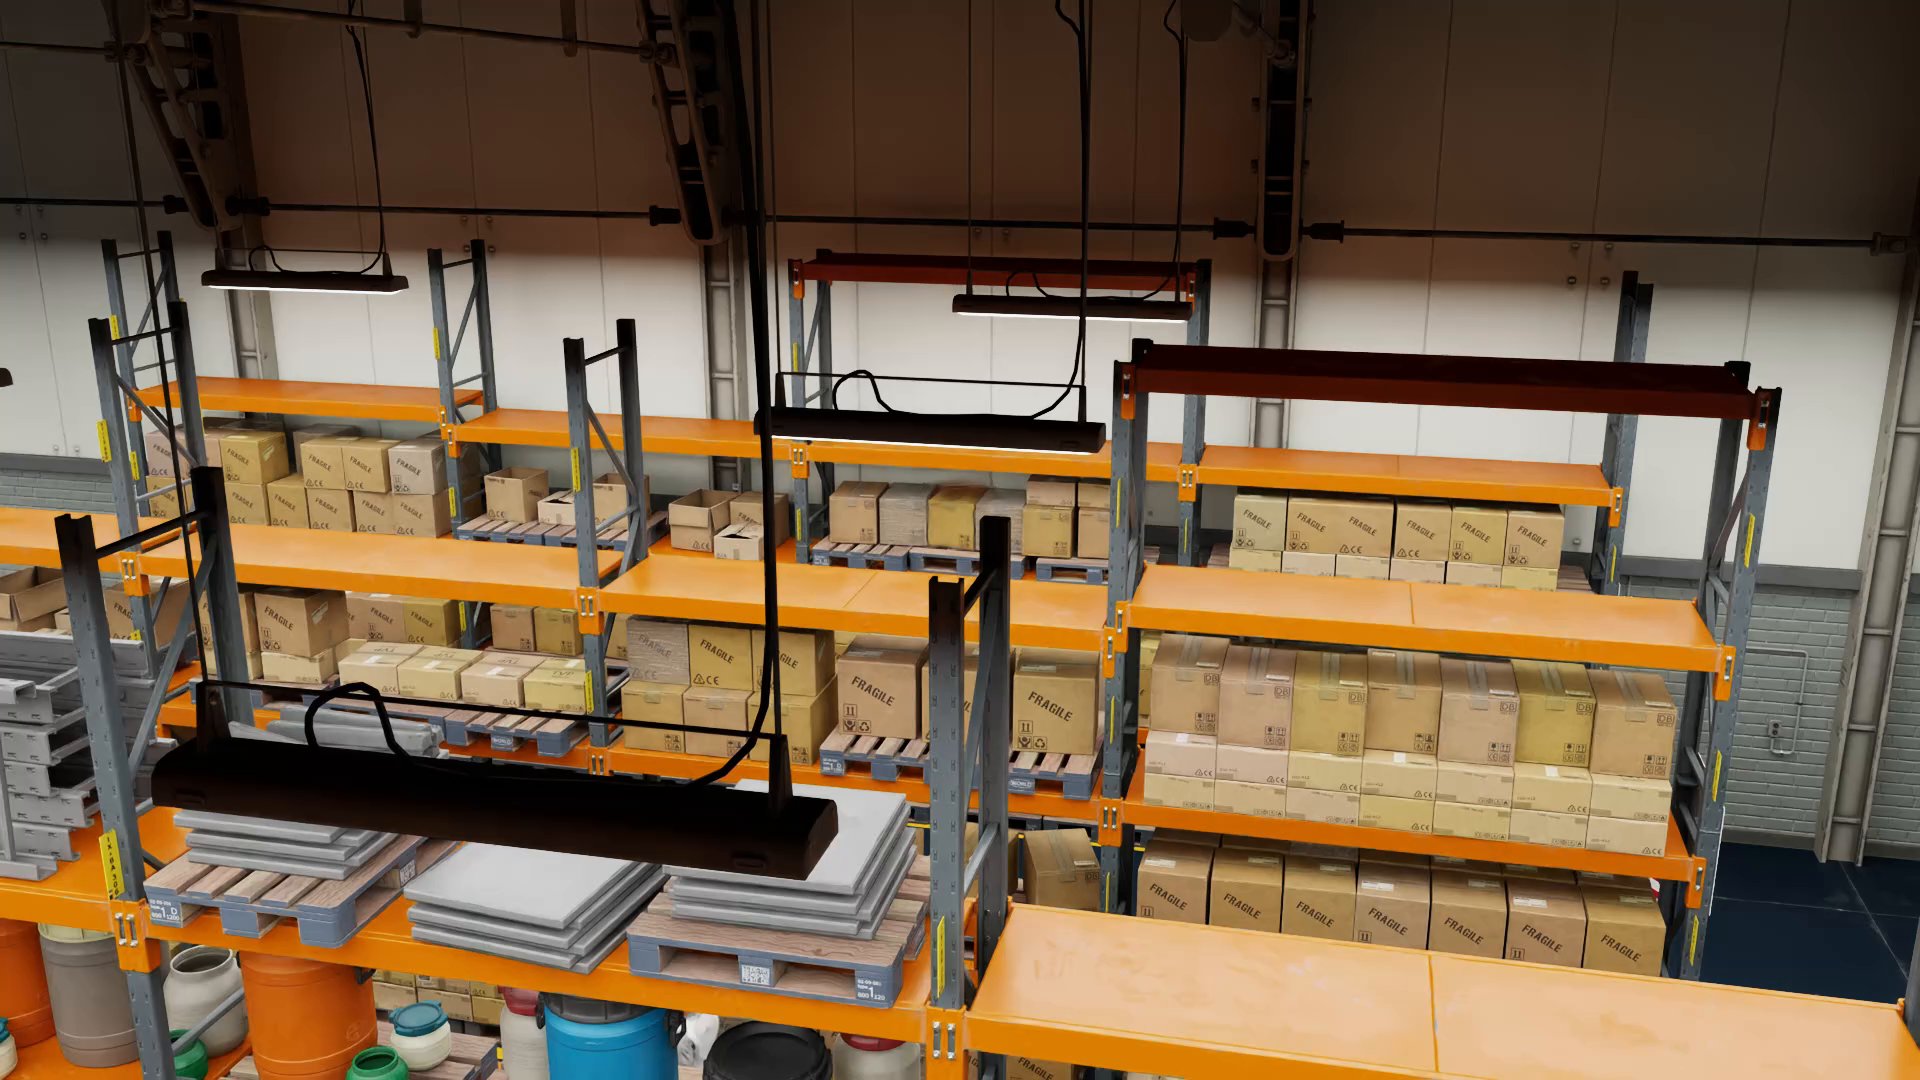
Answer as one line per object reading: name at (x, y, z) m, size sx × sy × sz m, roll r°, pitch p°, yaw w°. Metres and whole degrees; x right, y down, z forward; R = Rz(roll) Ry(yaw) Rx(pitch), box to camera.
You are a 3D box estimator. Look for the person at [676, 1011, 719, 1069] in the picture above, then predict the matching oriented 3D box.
person at (-1.971, 3.883, 11.911) m, size 0.915 × 1.733 × 0.554 m, roll 8°, pitch 18°, yaw 26°
